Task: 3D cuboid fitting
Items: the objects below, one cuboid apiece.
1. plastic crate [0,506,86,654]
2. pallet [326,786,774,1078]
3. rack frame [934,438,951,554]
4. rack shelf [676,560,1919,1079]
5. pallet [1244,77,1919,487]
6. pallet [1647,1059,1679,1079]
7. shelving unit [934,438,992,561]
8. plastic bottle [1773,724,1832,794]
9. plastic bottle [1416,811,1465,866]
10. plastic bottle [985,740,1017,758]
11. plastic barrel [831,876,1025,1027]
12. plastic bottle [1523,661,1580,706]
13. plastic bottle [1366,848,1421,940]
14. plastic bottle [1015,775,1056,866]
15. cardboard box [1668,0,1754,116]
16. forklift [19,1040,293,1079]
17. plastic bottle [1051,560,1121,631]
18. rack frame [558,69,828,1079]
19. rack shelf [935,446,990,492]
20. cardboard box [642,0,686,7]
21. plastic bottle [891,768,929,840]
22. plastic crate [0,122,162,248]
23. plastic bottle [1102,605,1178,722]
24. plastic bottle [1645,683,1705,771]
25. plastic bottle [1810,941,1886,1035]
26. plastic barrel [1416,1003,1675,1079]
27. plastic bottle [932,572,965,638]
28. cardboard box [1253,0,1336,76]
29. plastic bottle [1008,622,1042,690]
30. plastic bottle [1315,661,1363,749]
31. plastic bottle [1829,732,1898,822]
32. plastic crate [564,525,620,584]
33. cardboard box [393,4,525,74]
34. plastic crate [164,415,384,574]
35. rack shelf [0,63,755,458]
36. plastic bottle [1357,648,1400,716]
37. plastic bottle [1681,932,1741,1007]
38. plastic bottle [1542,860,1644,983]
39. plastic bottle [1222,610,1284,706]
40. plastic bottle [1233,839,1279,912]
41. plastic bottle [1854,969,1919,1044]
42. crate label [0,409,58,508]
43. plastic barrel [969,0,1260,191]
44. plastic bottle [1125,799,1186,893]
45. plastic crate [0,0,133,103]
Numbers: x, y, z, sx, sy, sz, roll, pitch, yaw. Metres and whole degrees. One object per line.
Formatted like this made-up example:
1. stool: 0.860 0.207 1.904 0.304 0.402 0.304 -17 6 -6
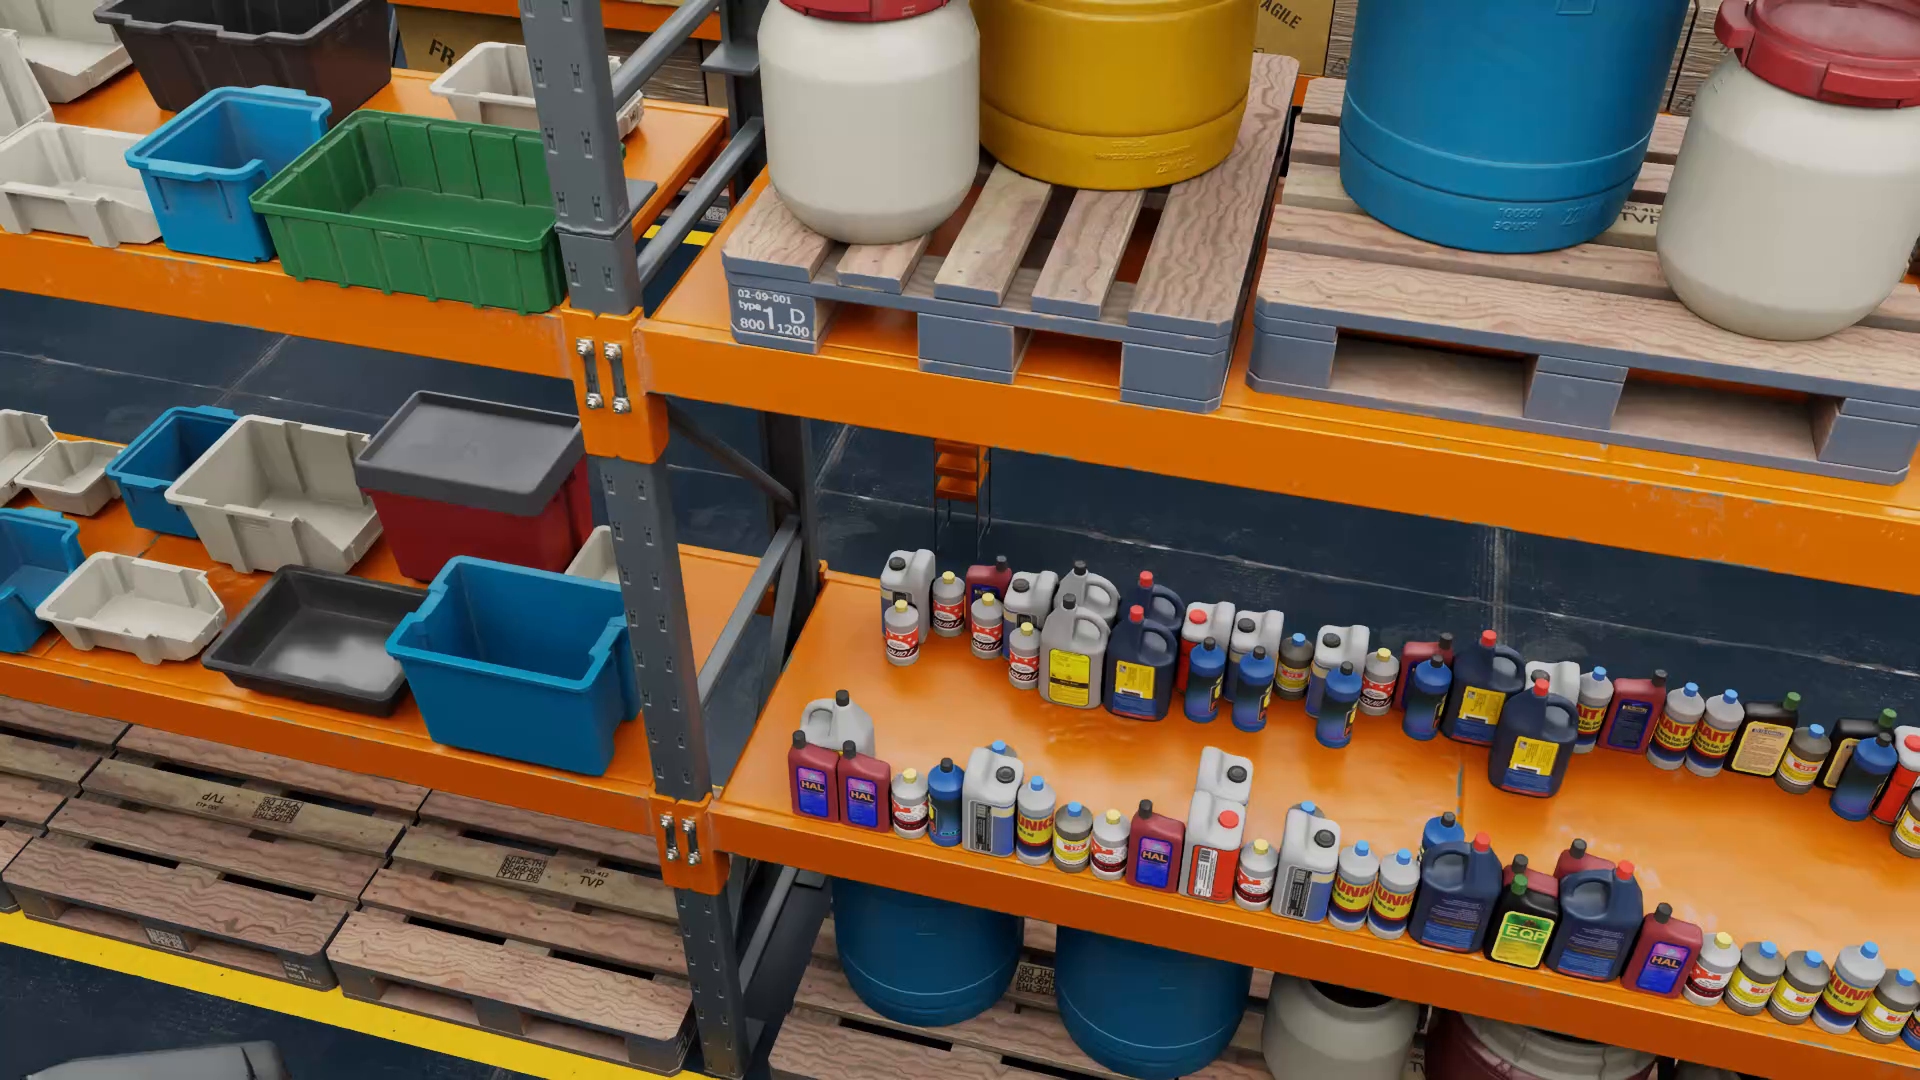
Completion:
1. plastic crate: -2.765 0.126 4.851 0.300 0.233 0.416 10 41 11
2. pallet: -1.337 1.206 5.650 1.213 0.211 1.003 10 41 11
3. rack frame: -0.074 -0.472 6.879 0.006 1.200 0.240 10 41 11
4. rack shelf: 1.316 0.844 4.472 4.000 0.370 1.077 10 41 11
5. pallet: 1.262 -0.584 3.428 1.213 0.211 1.003 10 41 11
6. pallet: 2.475 1.863 4.867 1.213 0.211 1.003 10 41 11
7. shelving unit: 0.014 -0.457 6.861 0.189 1.200 0.258 10 41 11
8. plastic bottle: 2.232 0.569 4.395 0.097 0.201 0.097 0 40 0
9. plastic bottle: 1.181 0.770 4.100 0.097 0.271 0.097 0 40 0
10. plastic bottle: 0.100 0.606 4.351 0.097 0.201 0.097 0 40 0
11. plastic barrel: -0.095 0.980 5.056 0.708 0.901 0.600 10 41 11
12. plastic bottle: 1.573 0.445 4.484 0.135 0.276 0.152 10 41 11
13. plastic bottle: 1.050 0.844 4.013 0.097 0.271 0.097 0 40 0
14. plastic bottle: 0.191 0.696 4.189 0.097 0.271 0.097 0 40 0
15. cardboard box: 3.507 -2.229 7.494 0.500 0.500 0.500 9 41 11
16. forklift: -0.929 2.210 2.339 1.130 2.935 3.031 -20 44 -22
17. plastic bottle: 0.356 0.204 4.713 0.185 0.351 0.144 10 41 11
18. rack frame: -0.616 0.236 4.637 0.127 3.000 1.000 10 41 11
19. rack shelf: 0.014 -0.331 6.967 0.180 0.103 0.258 10 41 11
20. cardboard box: -1.456 -2.891 8.555 0.250 0.149 0.380 9 41 10
21. plastic bottle: -0.127 0.668 4.277 0.097 0.201 0.097 0 40 0
22. plastic crate: -1.943 -0.787 3.727 0.466 0.136 0.293 10 41 11
23. plastic bottle: 0.497 0.325 4.570 0.185 0.351 0.144 10 41 11
24. plastic bottle: 1.915 0.487 4.437 0.097 0.271 0.097 0 40 0
25. plastic bottle: 2.041 1.014 3.810 0.097 0.271 0.097 0 40 0
26. plastic barrel: 1.680 1.405 4.793 0.708 0.588 0.600 10 41 11
27. plastic bottle: -0.033 0.179 4.859 0.097 0.201 0.097 0 40 0
28. cardboard box: 1.530 -2.565 7.894 0.500 0.500 0.500 10 41 11
29. plastic bottle: 0.187 0.318 4.693 0.097 0.201 0.097 0 40 0
30. plastic bottle: 1.028 0.436 4.499 0.097 0.271 0.097 0 40 0
31. plastic bottle: 2.346 0.602 4.301 0.097 0.271 0.097 0 40 0
32. plastic crate: -1.029 0.148 4.900 0.243 0.136 0.396 10 41 11
33. cardboard box: -2.561 -2.797 9.573 0.875 0.875 0.875 10 41 11
34. plastic crate: -2.044 -0.110 5.094 0.530 0.282 0.437 10 41 11
35. rack shelf: -2.548 -0.970 4.299 4.000 0.370 1.077 10 41 11
36. plastic bottle: 1.161 0.384 4.614 0.097 0.201 0.097 0 40 0
37. plastic bottle: 1.759 0.993 3.890 0.097 0.201 0.097 0 40 0
38. plastic bottle: 1.500 0.875 3.914 0.185 0.351 0.144 10 41 11
39. plastic bottle: 0.818 0.315 4.639 0.135 0.276 0.152 10 41 11
40. plastic bottle: 0.732 0.816 4.101 0.097 0.201 0.097 0 40 0
41. plastic bottle: 2.135 1.057 3.813 0.097 0.201 0.097 0 40 0
42. crate label: -3.094 -0.240 5.361 0.243 0.136 0.396 10 41 11
43. plastic barrel: 0.318 -1.120 3.446 0.600 0.588 0.600 0 40 0
44. plastic bottle: 0.485 0.754 4.110 0.133 0.283 0.061 10 41 11
45. plastic crate: -2.420 -1.287 4.323 0.530 0.136 0.437 10 41 11
